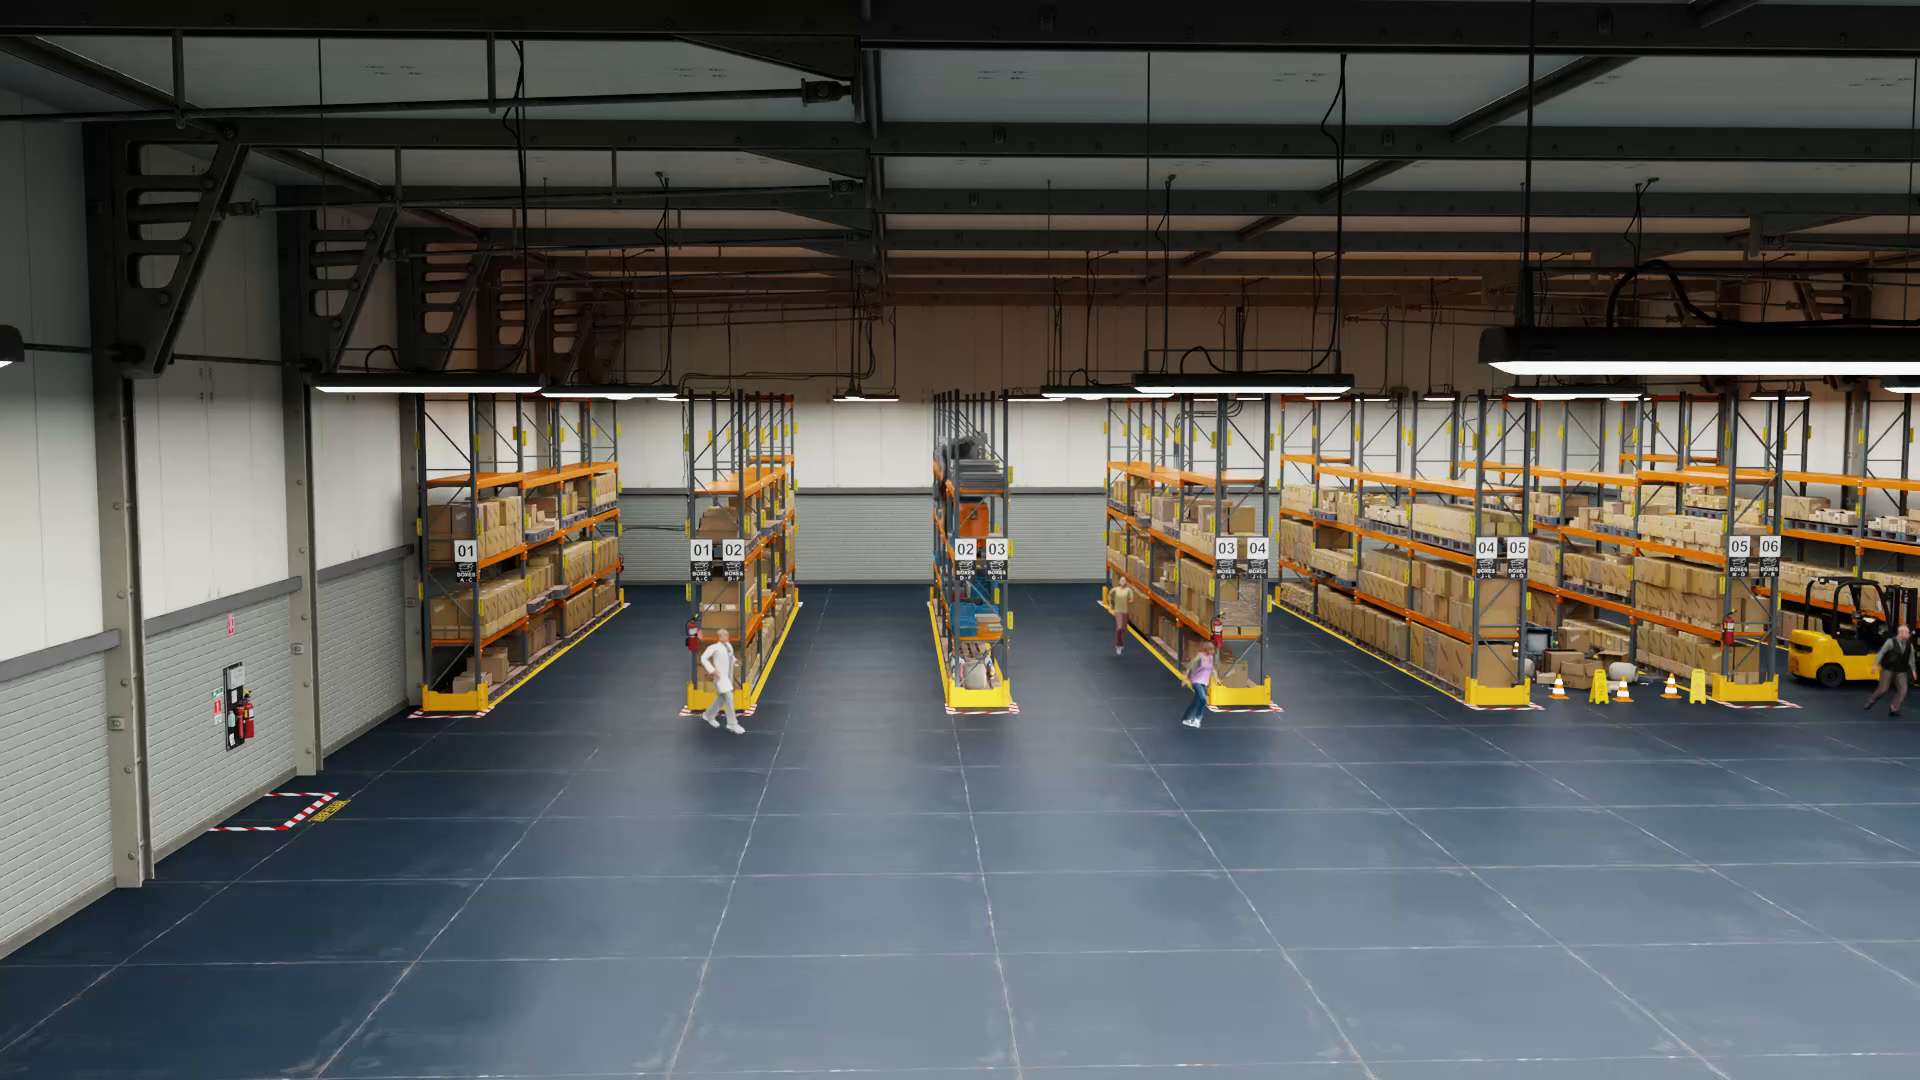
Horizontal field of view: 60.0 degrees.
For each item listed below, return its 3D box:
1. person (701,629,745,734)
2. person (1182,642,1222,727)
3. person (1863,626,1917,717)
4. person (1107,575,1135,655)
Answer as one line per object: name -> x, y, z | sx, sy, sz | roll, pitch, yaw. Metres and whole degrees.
person -> -4.174, 2.455, 29.086 | 0.920, 1.813, 0.749 | 2, 5, 22
person -> 4.245, 2.567, 29.415 | 0.509, 1.488, 0.714 | -4, 6, -41
person -> 17.143, 2.393, 30.652 | 0.734, 1.668, 0.706 | 0, 5, -5
person -> 3.562, 1.641, 36.546 | 0.535, 1.736, 0.674 | -1, 5, -10
